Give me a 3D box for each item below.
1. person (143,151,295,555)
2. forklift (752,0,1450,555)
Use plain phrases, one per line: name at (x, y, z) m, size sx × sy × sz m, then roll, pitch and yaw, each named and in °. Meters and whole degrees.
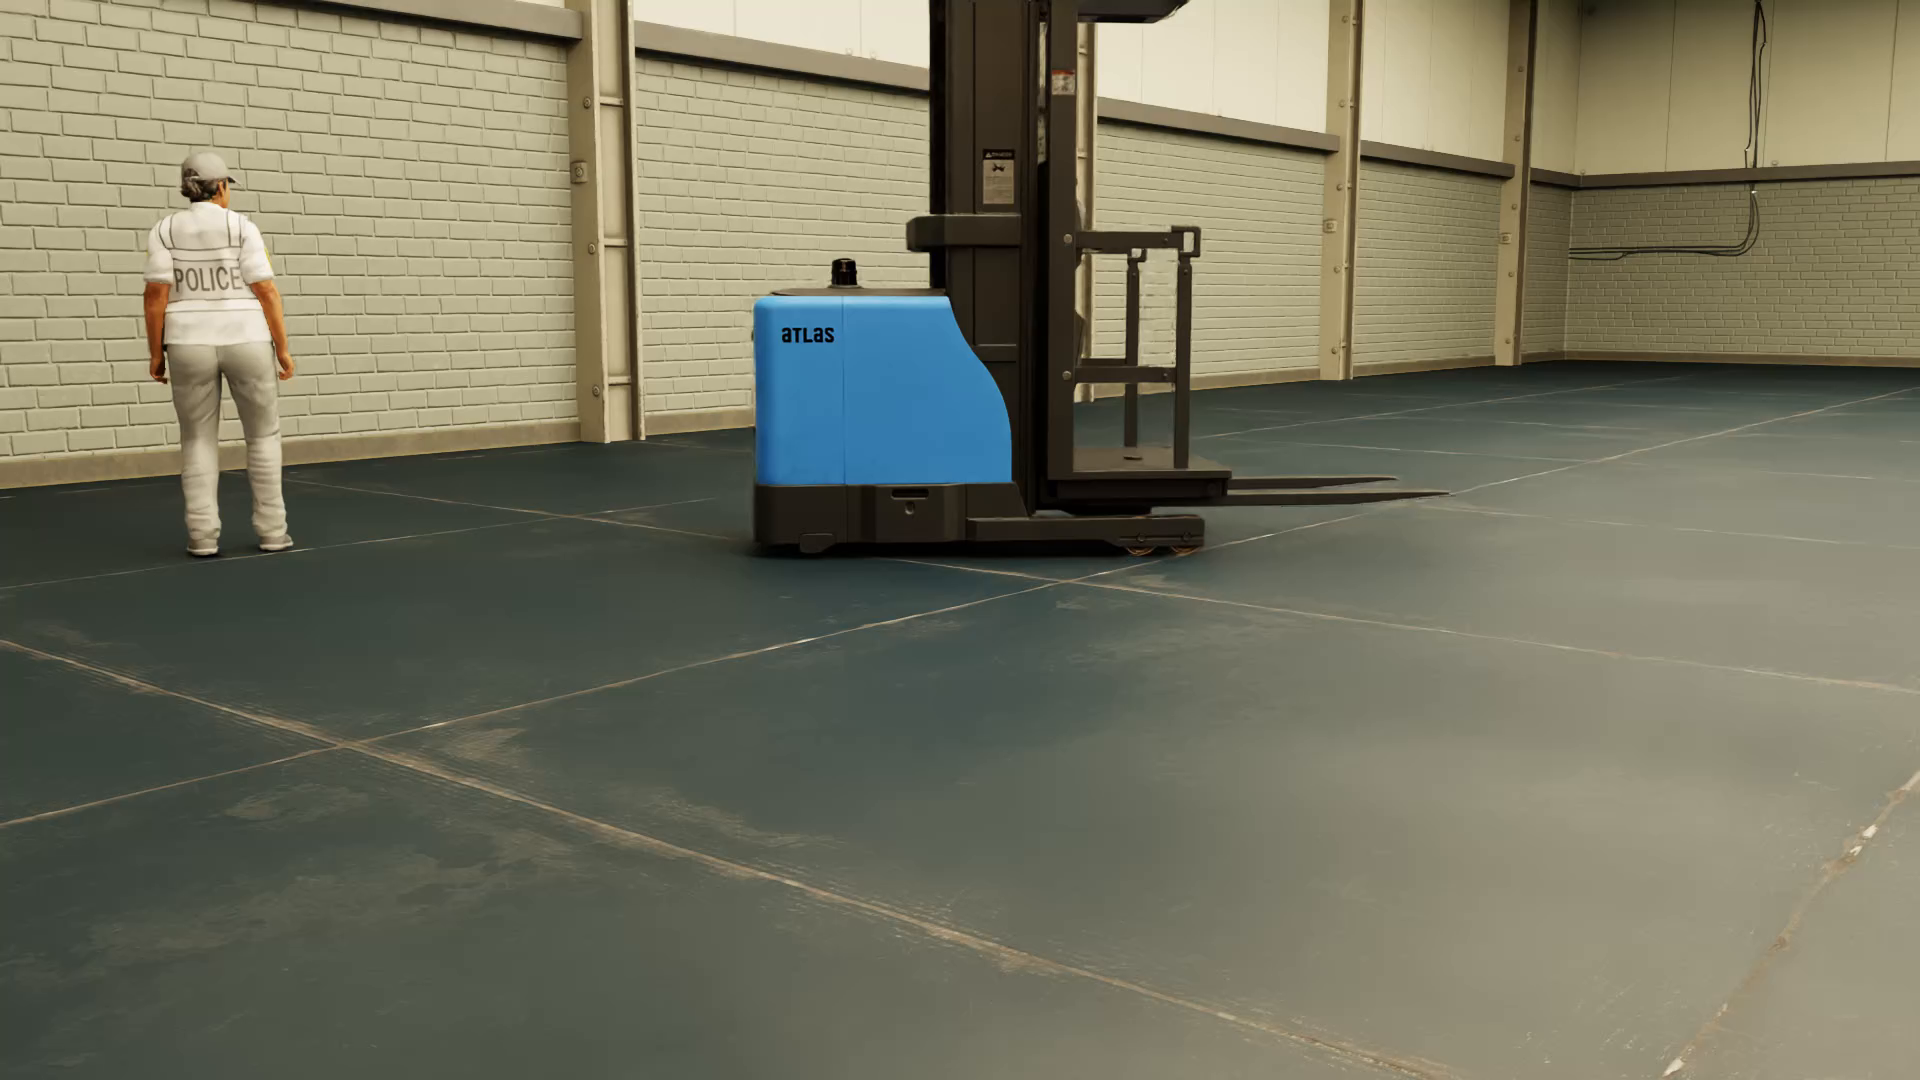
person at (-3.080, -0.771, 6.948) m, size 0.563 × 1.666 × 0.408 m, roll -2°, pitch 9°, yaw -16°
forklift at (0.607, -1.461, 7.267) m, size 3.031 × 2.935 × 1.130 m, roll -1°, pitch 8°, yaw -6°
